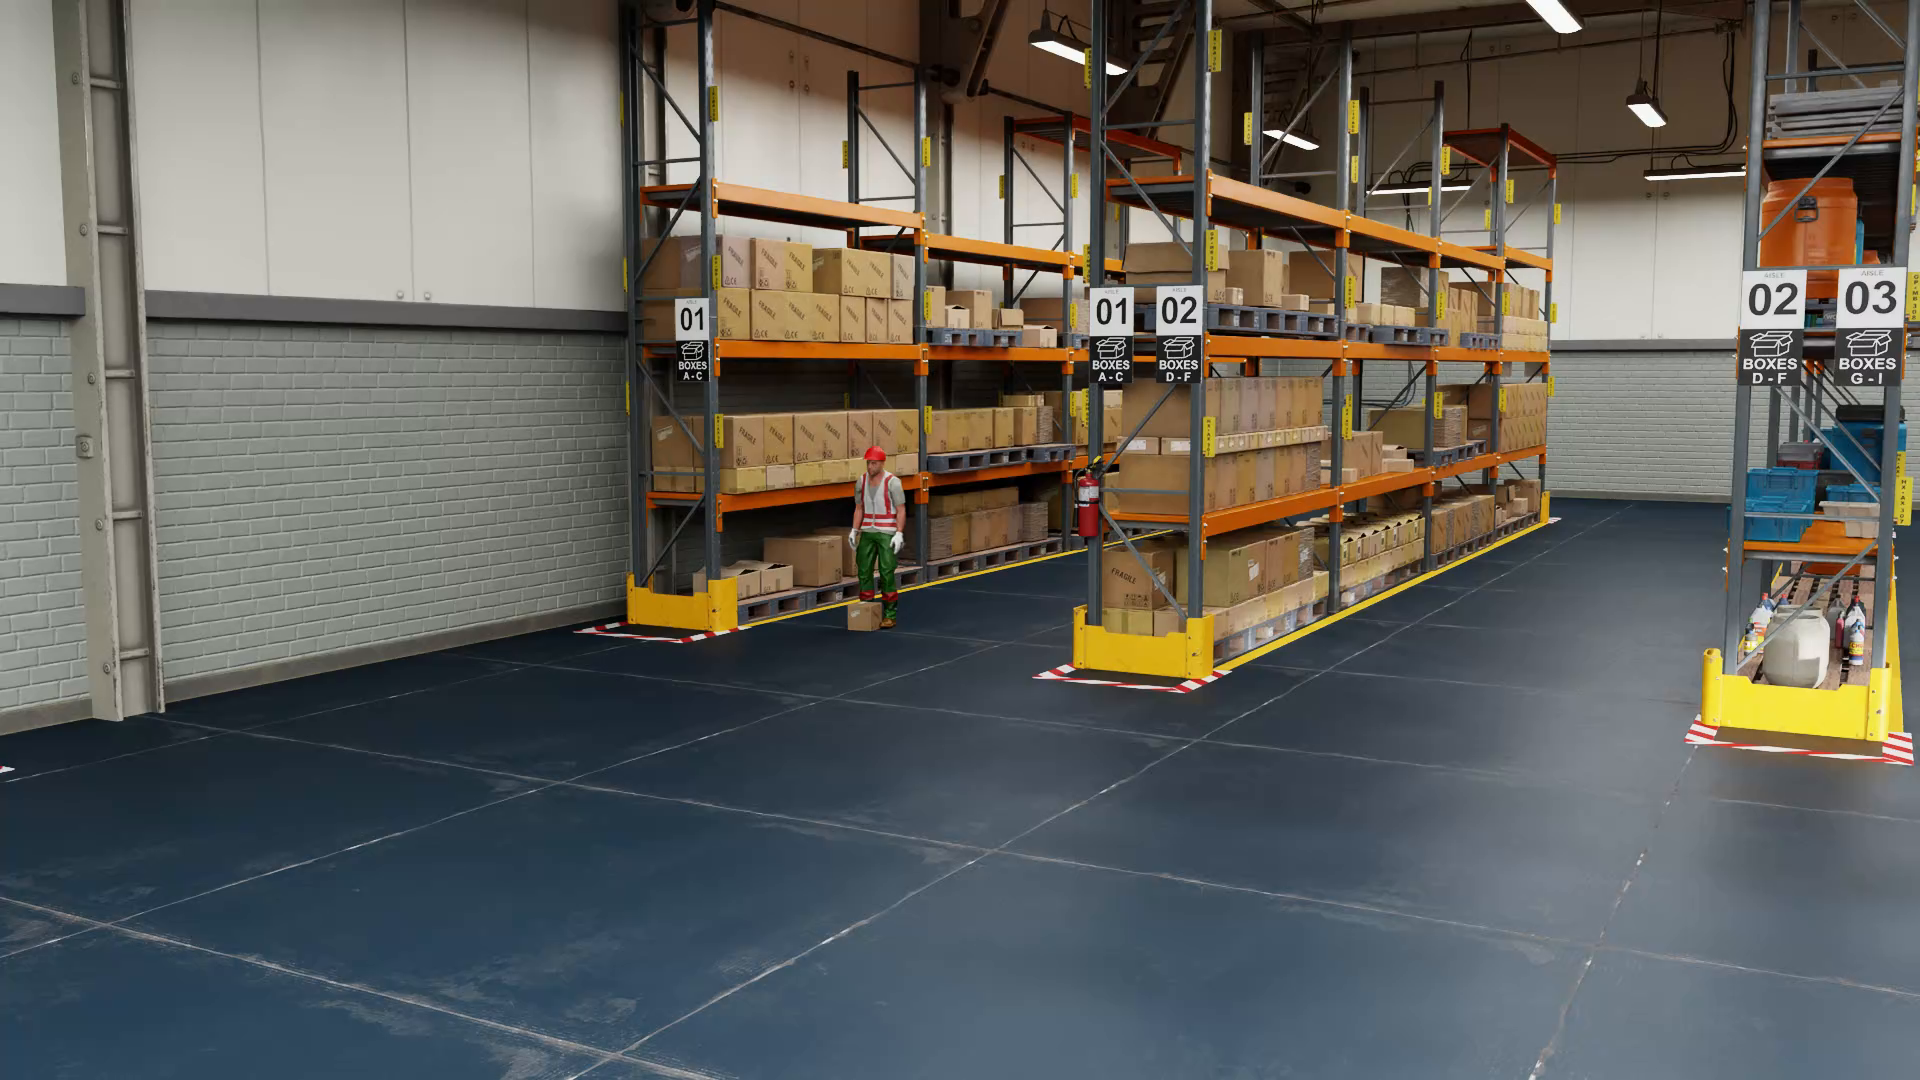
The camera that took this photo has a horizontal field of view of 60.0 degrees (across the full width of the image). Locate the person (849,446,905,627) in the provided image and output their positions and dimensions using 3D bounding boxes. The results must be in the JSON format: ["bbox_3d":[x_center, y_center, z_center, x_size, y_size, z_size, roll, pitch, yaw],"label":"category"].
[{"bbox_3d":[-0.815,-0.035,16.340,0.608,1.780,0.448,3,7,29],"label":"person"}]
